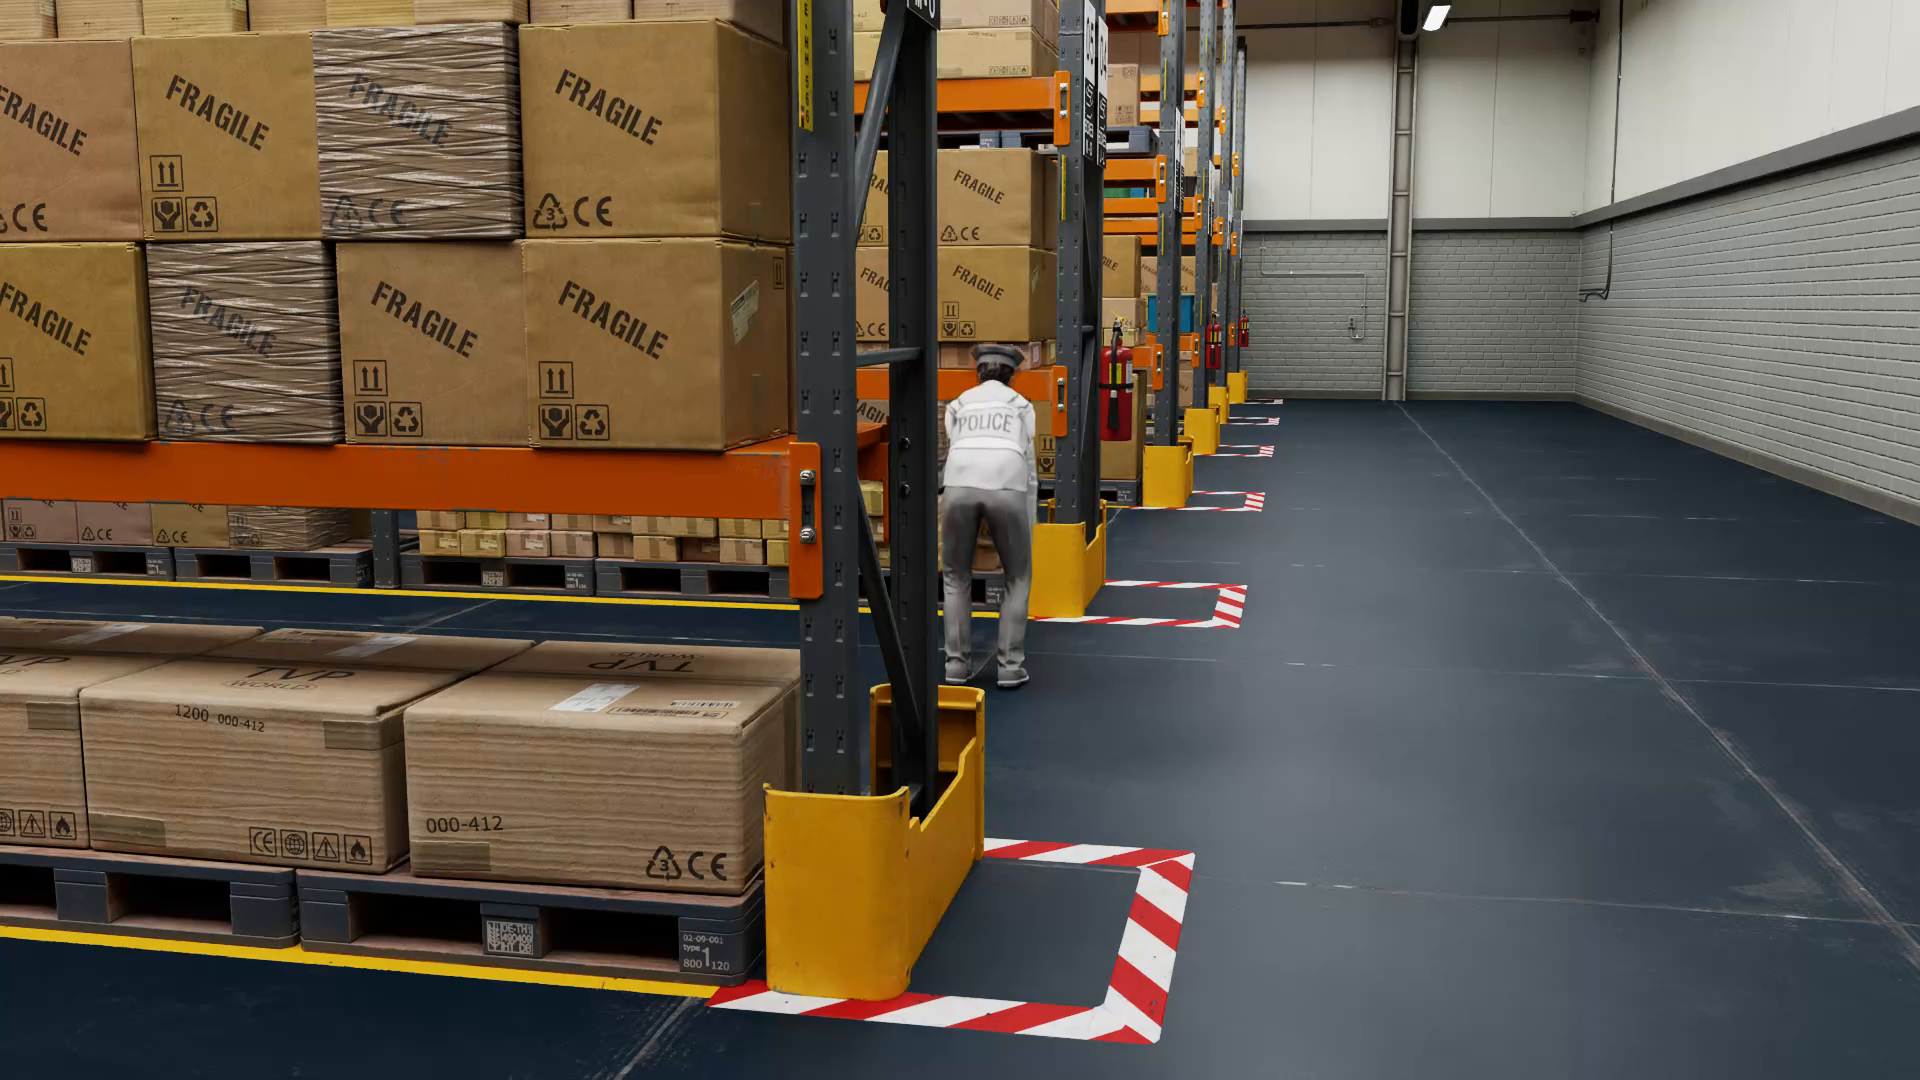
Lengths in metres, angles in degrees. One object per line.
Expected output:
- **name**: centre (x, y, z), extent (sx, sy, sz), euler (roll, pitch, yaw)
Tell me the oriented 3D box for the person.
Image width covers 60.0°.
- **person**: centre (0.131, -0.120, 7.371), extent (0.416, 1.473, 0.757), euler (1, 8, 10)
